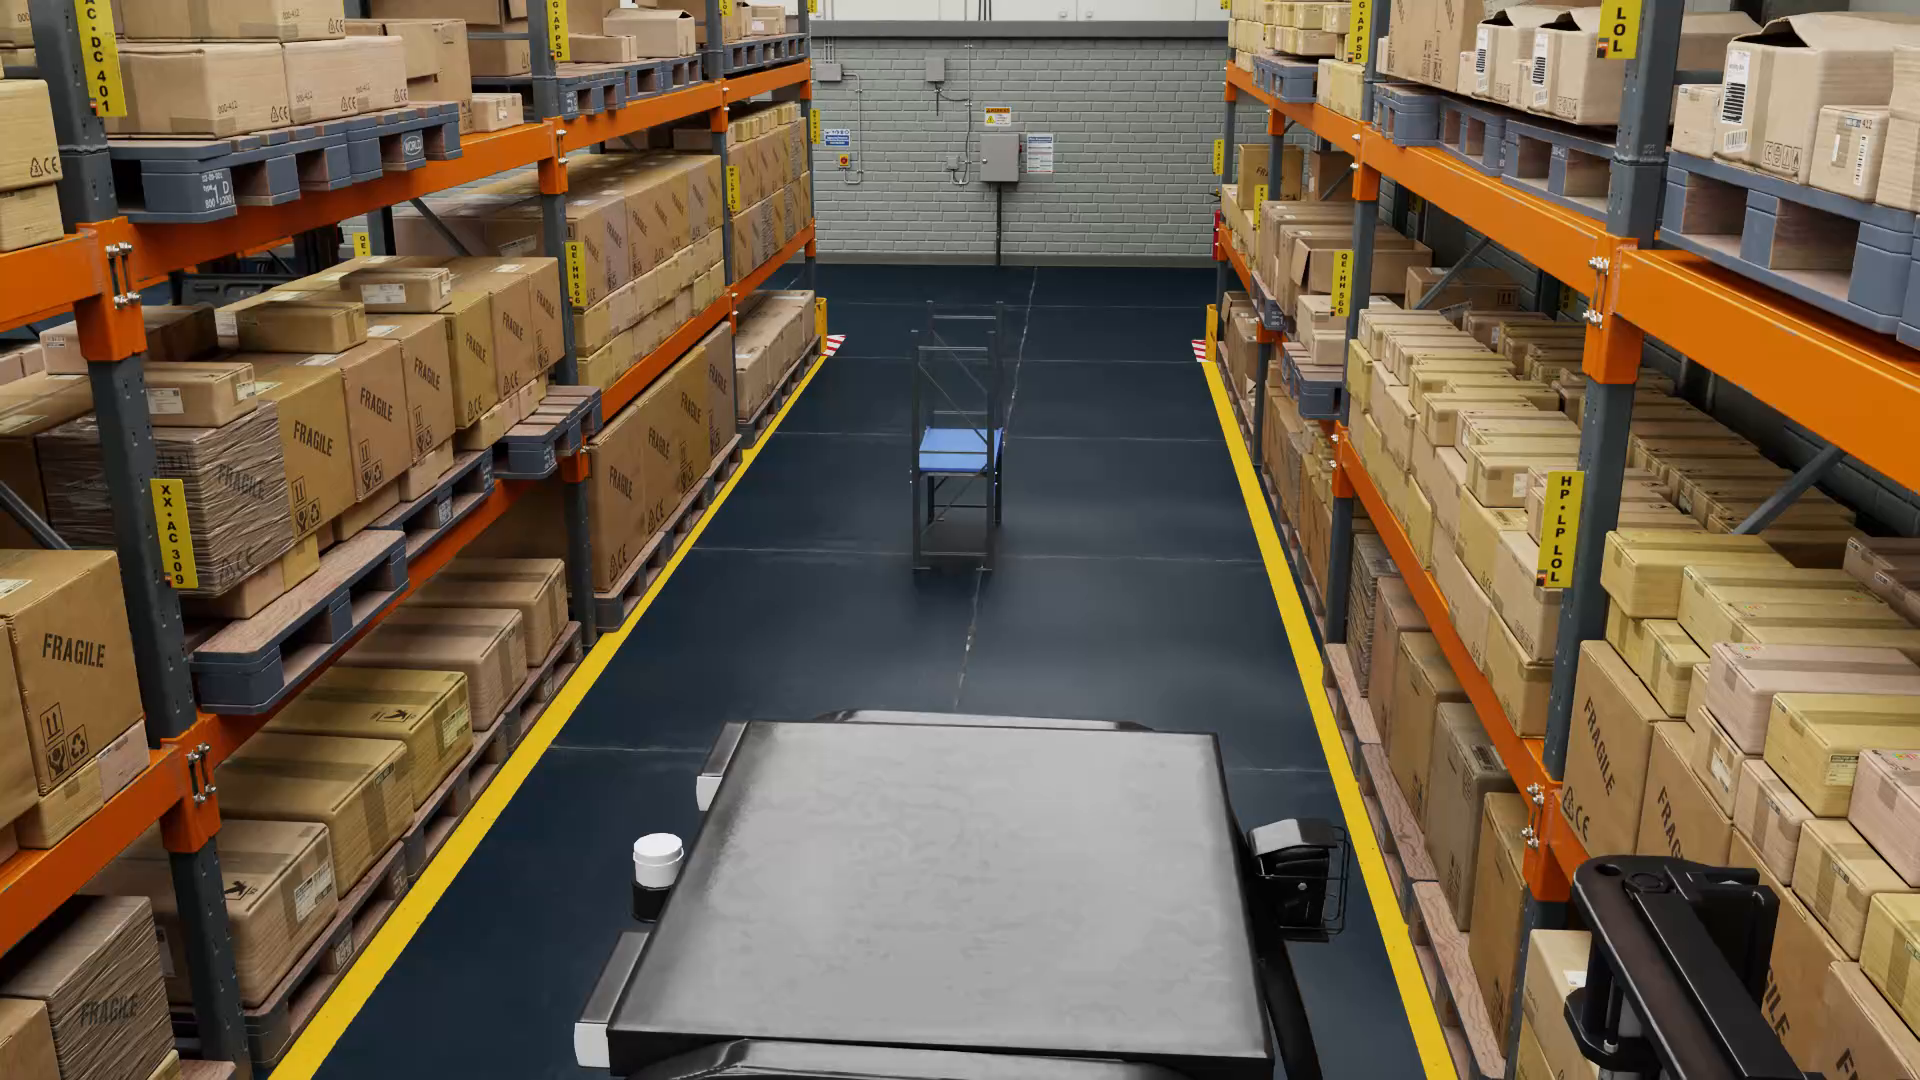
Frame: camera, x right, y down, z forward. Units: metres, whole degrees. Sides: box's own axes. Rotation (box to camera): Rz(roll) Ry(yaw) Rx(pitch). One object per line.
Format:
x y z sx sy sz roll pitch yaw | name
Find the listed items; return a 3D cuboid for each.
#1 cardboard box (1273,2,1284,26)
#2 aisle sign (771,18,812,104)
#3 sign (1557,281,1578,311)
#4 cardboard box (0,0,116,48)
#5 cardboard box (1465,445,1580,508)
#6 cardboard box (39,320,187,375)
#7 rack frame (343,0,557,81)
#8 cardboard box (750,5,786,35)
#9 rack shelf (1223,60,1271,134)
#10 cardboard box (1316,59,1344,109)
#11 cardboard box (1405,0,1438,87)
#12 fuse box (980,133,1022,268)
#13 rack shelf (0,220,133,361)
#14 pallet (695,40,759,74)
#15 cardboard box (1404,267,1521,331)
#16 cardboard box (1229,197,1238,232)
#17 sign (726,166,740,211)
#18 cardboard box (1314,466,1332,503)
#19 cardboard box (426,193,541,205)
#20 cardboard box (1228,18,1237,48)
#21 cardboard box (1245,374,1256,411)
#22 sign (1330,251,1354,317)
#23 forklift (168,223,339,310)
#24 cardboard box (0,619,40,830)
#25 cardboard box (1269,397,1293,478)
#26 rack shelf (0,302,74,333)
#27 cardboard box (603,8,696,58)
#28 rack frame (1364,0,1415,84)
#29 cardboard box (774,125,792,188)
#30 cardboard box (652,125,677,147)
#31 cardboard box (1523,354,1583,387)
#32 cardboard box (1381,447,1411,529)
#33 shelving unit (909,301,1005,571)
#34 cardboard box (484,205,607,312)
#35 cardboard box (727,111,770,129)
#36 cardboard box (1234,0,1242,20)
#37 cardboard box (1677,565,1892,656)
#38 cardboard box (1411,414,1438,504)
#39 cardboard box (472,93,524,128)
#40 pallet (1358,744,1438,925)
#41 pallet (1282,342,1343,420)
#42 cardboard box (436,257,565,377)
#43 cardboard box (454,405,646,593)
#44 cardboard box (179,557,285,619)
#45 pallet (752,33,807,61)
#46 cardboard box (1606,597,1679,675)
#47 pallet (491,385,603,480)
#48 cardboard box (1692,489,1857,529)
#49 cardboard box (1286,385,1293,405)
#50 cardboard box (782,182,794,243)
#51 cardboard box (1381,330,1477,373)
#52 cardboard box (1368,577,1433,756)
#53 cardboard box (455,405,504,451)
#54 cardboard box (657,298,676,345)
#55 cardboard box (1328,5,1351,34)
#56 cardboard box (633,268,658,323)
2.259 -3.440 10.877 0.380 0.149 0.250 1 18 3 | cardboard box
-1.623 -4.593 15.949 0.394 0.787 0.004 1 18 4 | aisle sign
2.994 -1.287 8.174 0.100 0.325 0.005 1 18 4 | sign
-2.884 -1.590 4.904 0.500 0.250 0.500 2 18 5 | cardboard box
1.913 -0.213 5.553 0.380 0.149 0.250 1 18 2 | cardboard box
-2.954 -0.675 5.811 0.380 0.149 0.250 1 18 2 | cardboard box
-2.511 -3.709 7.790 1.000 3.000 0.127 1 18 4 | rack frame
-1.880 -4.802 15.349 0.500 0.250 0.500 0 18 -1 | cardboard box
2.870 -3.695 13.721 1.077 0.370 4.000 1 18 4 | rack shelf
2.305 -2.579 9.399 0.500 0.250 0.500 1 18 4 | cardboard box
2.208 -2.090 6.671 0.700 0.500 0.500 1 18 3 | cardboard box
0.528 -4.390 21.572 0.539 1.711 0.414 1 18 4 | fuse box
-2.941 -0.078 2.682 1.077 0.370 4.000 1 18 4 | rack shelf
-2.155 -3.737 12.837 1.003 0.211 1.213 1 18 4 | pallet
2.633 -1.152 8.786 0.500 0.500 0.500 2 18 7 | cardboard box
2.643 -2.854 14.579 0.500 0.250 0.500 1 18 3 | cardboard box
-1.683 -2.604 12.320 0.100 0.325 0.005 1 18 4 | sign
2.211 -0.313 9.358 0.380 0.149 0.250 0 18 1 | cardboard box
-2.707 -1.706 9.547 0.500 0.500 0.500 2 18 5 | cardboard box
2.709 -4.597 15.080 0.500 0.250 0.500 1 18 3 | cardboard box
2.499 -1.181 13.427 0.396 0.266 0.258 2 18 6 | cardboard box
1.898 -1.270 8.249 0.100 0.325 0.005 1 18 4 | sign
-4.771 -1.543 10.924 1.130 2.935 3.031 2 18 5 | forklift
-2.612 0.499 3.944 0.500 0.500 0.500 2 18 6 | cardboard box
2.439 -0.691 11.556 0.500 0.500 0.500 1 18 3 | cardboard box
-7.313 -1.216 10.973 1.077 0.370 4.000 1 18 4 | rack shelf
-2.078 -3.404 11.147 0.500 0.311 0.500 1 18 4 | cardboard box
2.440 -3.599 7.455 1.000 3.000 0.127 1 18 4 | rack frame
-1.782 -3.394 14.696 0.500 0.500 0.500 1 18 4 | cardboard box
-2.393 -3.113 12.799 0.380 0.149 0.250 2 18 5 | cardboard box
2.587 -0.678 6.974 0.380 0.149 0.250 1 18 4 | cardboard box
2.093 -0.228 7.044 0.500 0.250 0.500 1 18 2 | cardboard box
-0.006 -0.686 10.609 0.538 1.500 1.048 1 18 4 | shelving unit
-2.232 -1.528 9.003 0.500 0.500 0.500 1 18 2 | cardboard box
-1.838 -3.579 14.220 0.380 0.149 0.250 2 18 6 | cardboard box
2.676 -4.676 14.520 0.500 0.250 0.500 1 18 4 | cardboard box
1.923 0.173 3.898 0.380 0.149 0.250 2 18 5 | cardboard box
2.060 -0.305 6.476 0.500 0.250 0.500 2 18 5 | cardboard box
-2.324 -2.061 7.983 0.380 0.149 0.250 1 18 4 | cardboard box
2.252 1.210 6.893 1.003 0.211 1.213 1 18 4 | pallet
2.418 -0.869 9.066 1.213 0.211 1.003 1 18 4 | pallet
-2.267 -1.099 8.147 0.500 0.500 0.500 1 18 2 | cardboard box
-2.379 -0.260 9.638 0.875 0.875 0.875 1 18 3 | cardboard box
-2.443 0.140 5.409 0.380 0.149 0.250 2 18 5 | cardboard box
-1.981 -4.495 15.149 1.003 0.211 1.213 1 18 4 | pallet
1.868 0.231 4.197 0.380 0.149 0.250 1 18 3 | cardboard box
-2.456 -0.543 8.071 1.213 0.211 1.003 1 18 4 | pallet
2.464 -0.048 5.051 0.380 0.149 0.250 1 18 2 | cardboard box
2.486 -1.037 11.570 0.380 0.149 0.250 0 18 1 | cardboard box
-1.787 -2.919 14.853 0.500 0.500 0.500 2 18 6 | cardboard box
2.112 -0.848 7.492 0.380 0.149 0.250 2 18 5 | cardboard box
2.342 0.577 7.483 0.875 0.625 0.625 2 18 6 | cardboard box
-2.252 -0.503 7.370 0.380 0.149 0.250 2 18 5 | cardboard box
-2.131 -1.409 10.647 0.500 0.250 0.500 1 18 4 | cardboard box
2.247 -2.871 9.174 0.380 0.149 0.250 1 18 3 | cardboard box
-2.142 -1.491 10.094 0.500 0.250 0.500 1 18 4 | cardboard box
